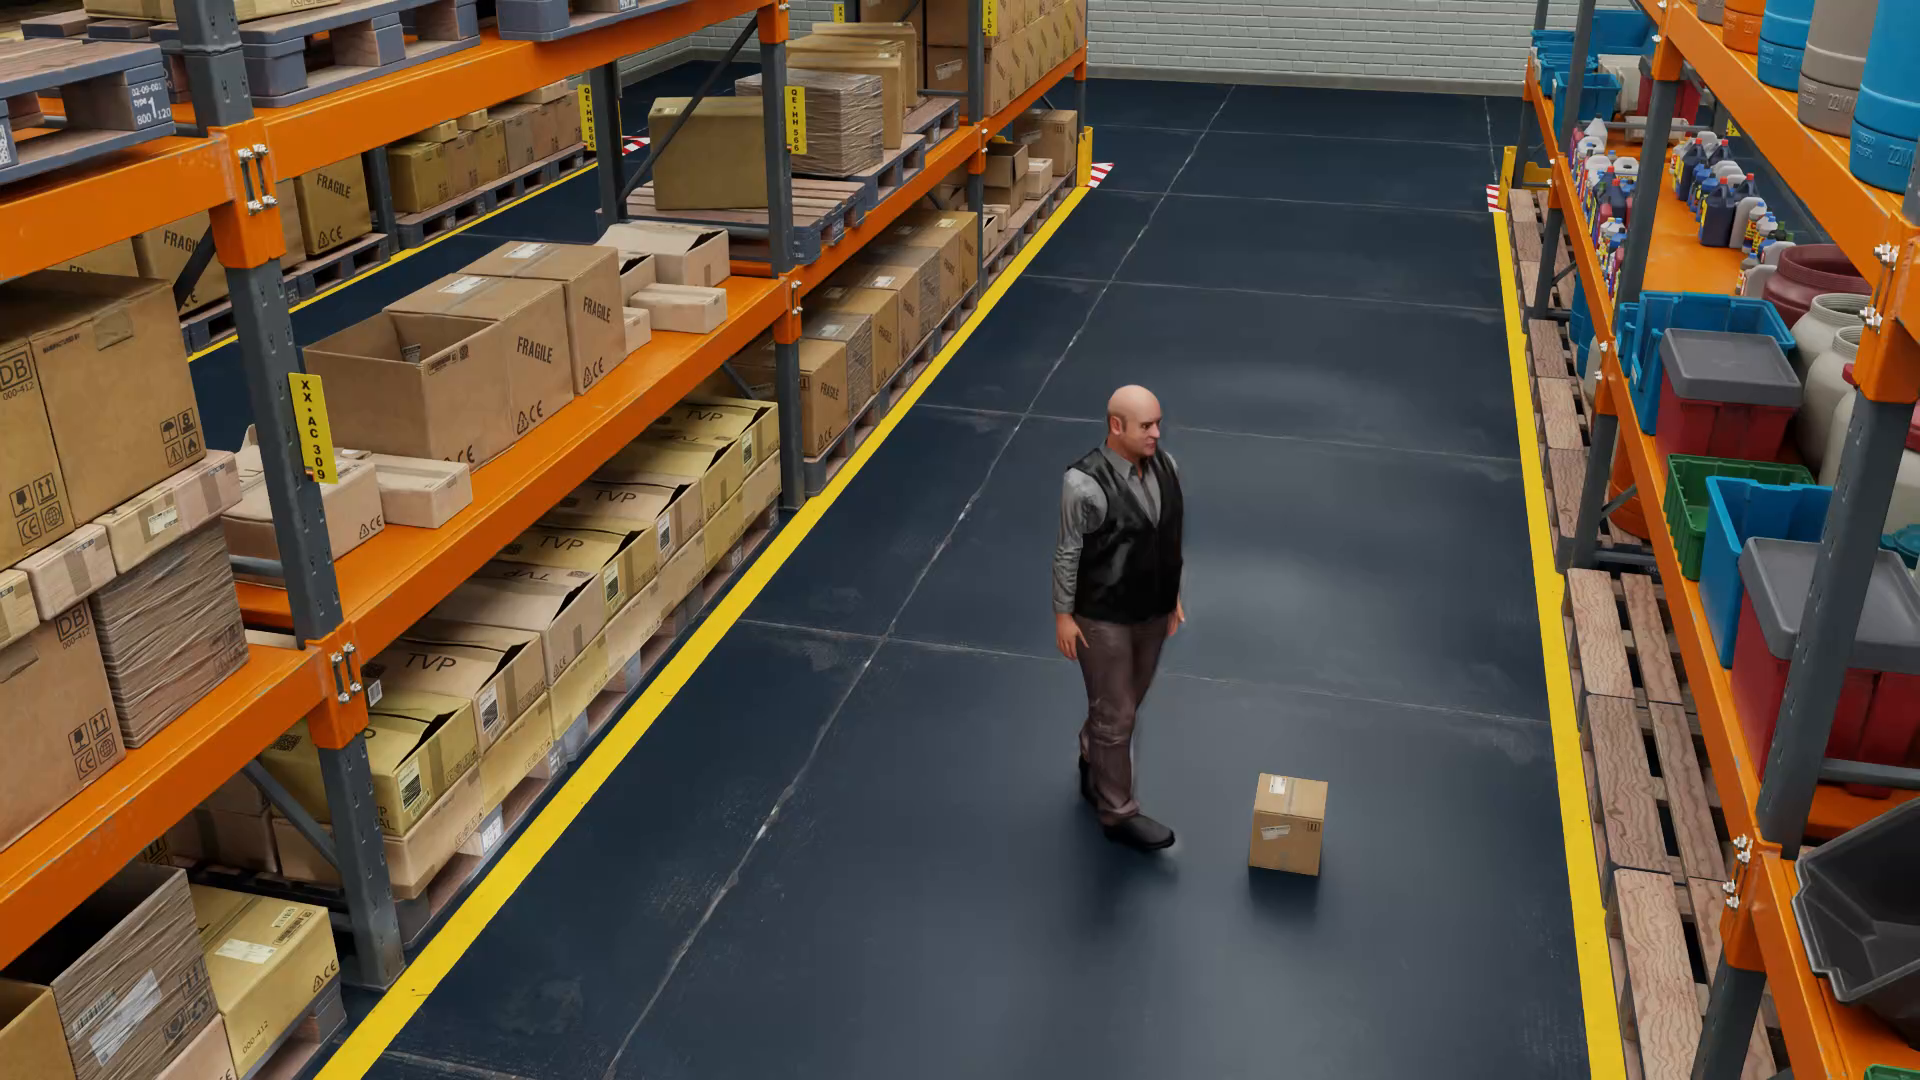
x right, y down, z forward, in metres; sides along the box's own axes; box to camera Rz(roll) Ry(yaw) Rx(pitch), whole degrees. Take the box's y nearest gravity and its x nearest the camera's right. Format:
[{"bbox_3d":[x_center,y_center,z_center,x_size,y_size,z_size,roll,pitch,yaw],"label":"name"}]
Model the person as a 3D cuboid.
[{"bbox_3d":[0.618,0.273,6.059,0.546,1.726,0.672,-18,30,-33],"label":"person"}]
